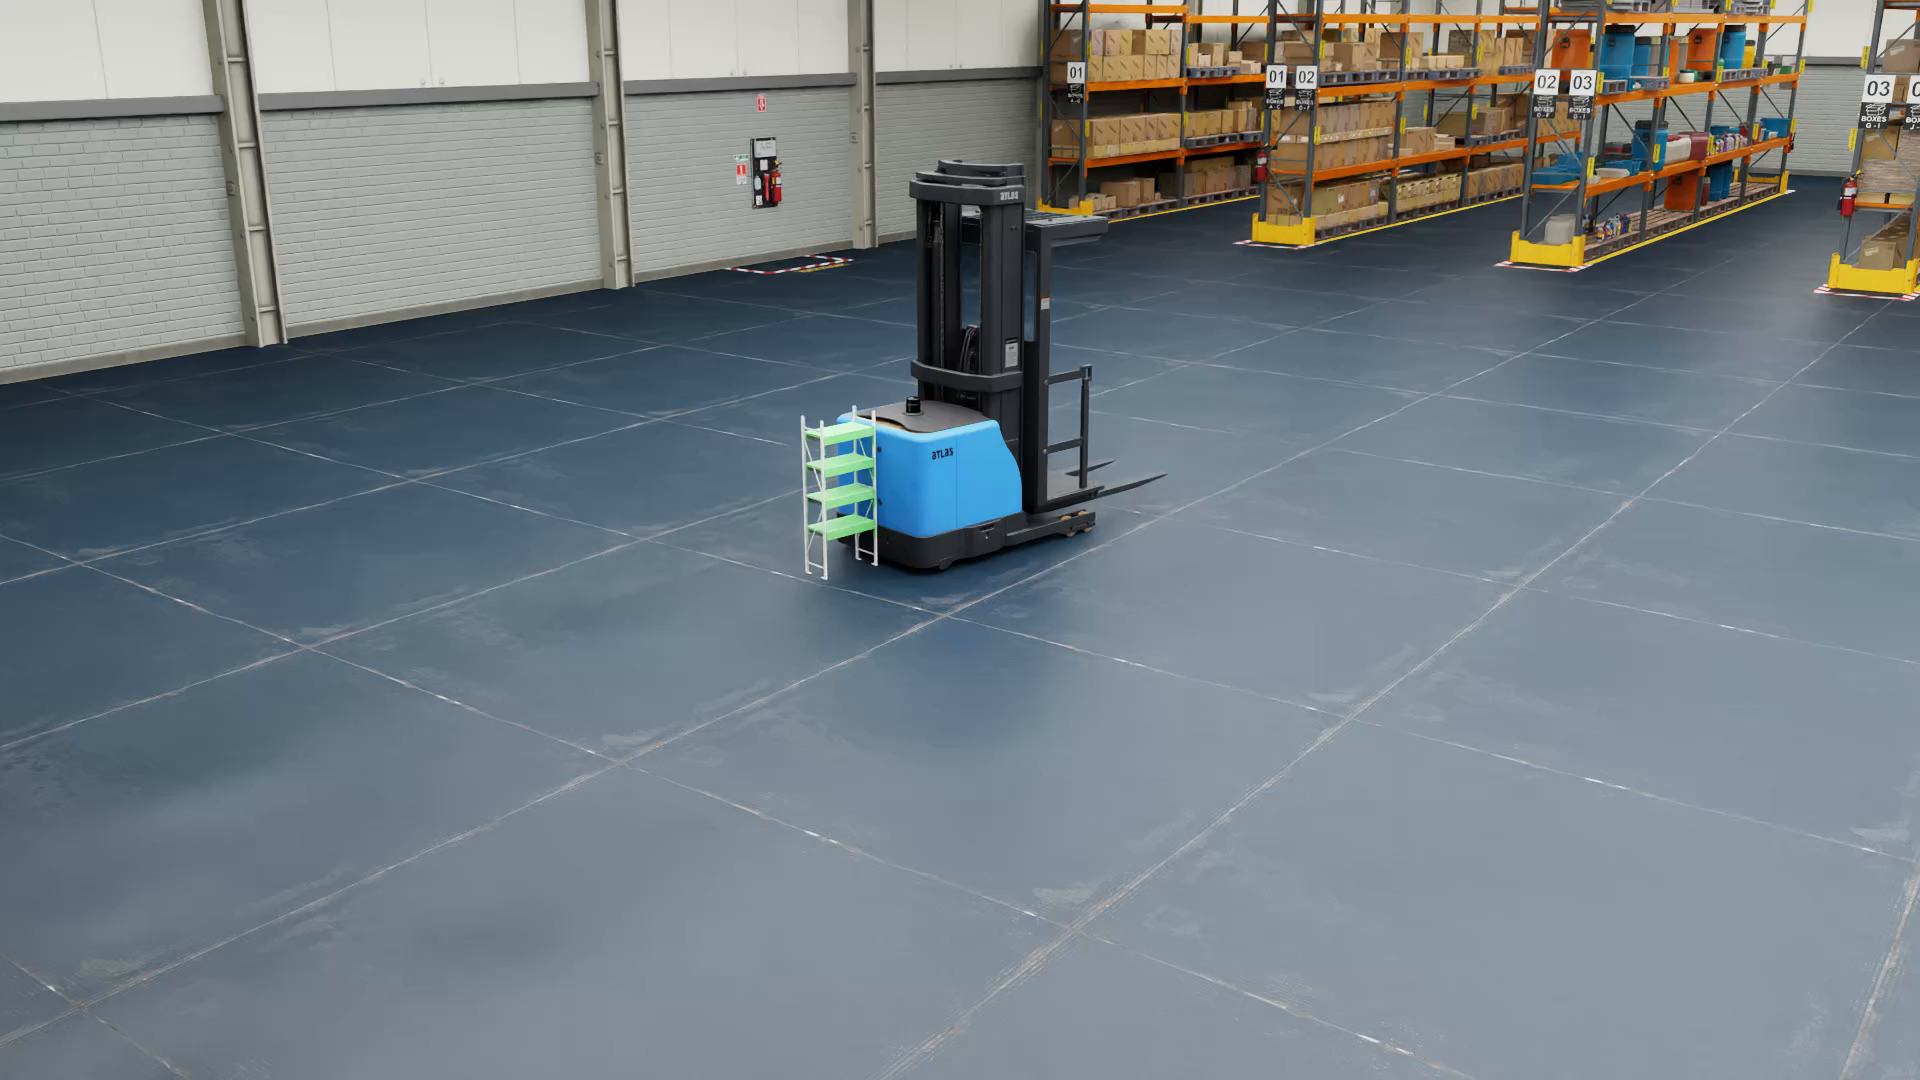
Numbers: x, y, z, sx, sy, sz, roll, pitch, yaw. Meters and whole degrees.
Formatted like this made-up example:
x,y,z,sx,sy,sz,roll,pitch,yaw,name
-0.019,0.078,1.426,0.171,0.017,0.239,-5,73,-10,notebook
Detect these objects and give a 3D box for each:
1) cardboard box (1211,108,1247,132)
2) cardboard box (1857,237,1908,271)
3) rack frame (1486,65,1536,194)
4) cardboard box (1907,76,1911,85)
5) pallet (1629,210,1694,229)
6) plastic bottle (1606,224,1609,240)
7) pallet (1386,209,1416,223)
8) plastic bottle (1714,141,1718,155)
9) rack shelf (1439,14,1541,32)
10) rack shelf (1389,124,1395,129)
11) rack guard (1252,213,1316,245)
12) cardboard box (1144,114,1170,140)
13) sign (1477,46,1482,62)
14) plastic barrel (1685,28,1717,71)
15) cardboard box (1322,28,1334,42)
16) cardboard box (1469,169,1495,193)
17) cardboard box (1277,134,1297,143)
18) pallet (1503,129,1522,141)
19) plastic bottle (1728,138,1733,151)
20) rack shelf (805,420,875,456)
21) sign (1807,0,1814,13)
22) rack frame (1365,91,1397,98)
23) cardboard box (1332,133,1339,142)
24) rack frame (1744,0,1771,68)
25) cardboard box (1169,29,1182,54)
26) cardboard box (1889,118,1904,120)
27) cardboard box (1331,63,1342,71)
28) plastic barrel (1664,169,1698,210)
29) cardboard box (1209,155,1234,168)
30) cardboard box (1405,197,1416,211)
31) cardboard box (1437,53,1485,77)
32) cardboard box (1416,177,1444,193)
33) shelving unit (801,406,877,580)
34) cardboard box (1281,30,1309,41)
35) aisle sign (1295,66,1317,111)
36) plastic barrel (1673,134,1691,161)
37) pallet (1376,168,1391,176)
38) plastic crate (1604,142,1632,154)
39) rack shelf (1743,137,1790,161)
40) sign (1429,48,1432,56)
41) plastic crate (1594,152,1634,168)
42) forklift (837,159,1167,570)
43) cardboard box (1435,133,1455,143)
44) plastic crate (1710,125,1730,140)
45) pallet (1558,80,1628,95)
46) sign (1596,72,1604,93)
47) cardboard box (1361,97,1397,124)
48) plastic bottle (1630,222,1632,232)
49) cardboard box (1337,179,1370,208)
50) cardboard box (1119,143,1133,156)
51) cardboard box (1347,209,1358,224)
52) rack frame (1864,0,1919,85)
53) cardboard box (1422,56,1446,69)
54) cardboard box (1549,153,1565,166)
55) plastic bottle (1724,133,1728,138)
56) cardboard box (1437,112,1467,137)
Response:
x,y,z,sx,sy,sz,roll,pitch,yaw,name
6.289,-9.830,38.930,0.700,0.500,0.500,10,20,30,cardboard box
14.425,-4.445,26.006,0.500,0.500,0.500,-15,23,-40,cardboard box
13.236,-9.902,40.072,1.000,3.000,0.127,12,21,35,rack frame
14.389,-6.868,24.826,0.380,0.149,0.250,12,21,34,cardboard box
14.336,-6.564,34.024,1.003,0.211,1.213,12,21,35,pallet
11.596,-5.533,29.862,0.097,0.271,0.097,0,17,0,plastic bottle
8.877,-6.847,34.937,1.003,0.211,1.213,12,21,35,pallet
15.875,-8.252,34.957,0.061,0.283,0.133,12,21,35,plastic bottle
12.044,-11.756,37.814,1.077,0.370,4.000,12,21,35,rack shelf
10.447,-10.909,44.529,1.077,0.370,4.000,12,21,35,rack shelf
6.071,-5.844,31.221,1.175,0.500,0.348,12,21,35,rack guard
4.162,-8.880,35.736,0.500,0.500,0.500,12,21,34,cardboard box
11.293,-10.566,36.149,0.100,0.325,0.005,12,21,35,sign
15.169,-10.046,34.046,0.600,0.830,0.708,12,21,35,plastic barrel
9.484,-12.951,42.946,0.500,0.500,0.500,12,21,34,cardboard box
11.964,-8.268,38.283,0.500,0.500,0.500,12,21,34,cardboard box
6.160,-7.526,31.159,0.380,0.149,0.250,12,21,34,cardboard box
12.672,-9.639,39.550,1.003,0.211,1.213,12,21,35,pallet
16.638,-8.576,36.013,0.152,0.276,0.135,12,21,35,plastic bottle
-0.892,-0.753,12.241,0.480,0.148,0.258,-16,23,-41,rack shelf
20.046,-12.596,39.176,0.100,0.325,0.005,12,21,35,sign
11.639,-11.729,45.956,1.000,3.000,0.127,12,21,35,rack frame
6.950,-7.639,31.523,0.380,0.149,0.250,12,21,34,cardboard box
17.212,-11.891,36.361,1.000,3.000,0.127,12,21,35,rack frame
4.408,-10.671,35.603,0.500,0.500,0.500,10,20,30,cardboard box
15.355,-6.612,27.121,0.500,0.500,0.500,12,21,35,cardboard box
6.928,-8.873,31.180,0.380,0.149,0.250,12,21,35,cardboard box
15.106,-7.357,34.827,0.600,0.830,0.708,12,21,35,plastic barrel
6.095,-8.893,39.031,0.500,0.250,0.500,13,21,36,cardboard box
9.214,-7.058,34.841,0.500,0.250,0.500,13,22,36,cardboard box
11.085,-10.539,36.898,0.910,0.500,0.500,12,21,35,cardboard box
10.131,-7.692,35.937,0.500,0.311,0.500,12,21,34,cardboard box
-0.892,-0.355,12.364,0.503,1.200,0.258,-16,23,-41,shelving unit
8.309,-12.504,41.220,0.500,0.250,0.500,12,21,33,cardboard box
6.293,-8.216,30.258,0.394,0.787,0.004,12,21,35,aisle sign
14.387,-7.844,33.256,0.421,0.512,0.421,0,17,0,plastic barrel
11.225,-10.193,45.712,1.003,0.211,1.213,12,21,35,pallet
12.488,-7.320,31.651,0.402,0.464,0.583,12,21,35,plastic crate
18.403,-9.159,38.891,1.077,0.370,4.000,12,21,35,rack shelf
10.418,-10.725,36.793,0.100,0.325,0.005,12,21,35,sign
12.031,-6.989,30.795,0.767,0.338,0.504,12,21,35,plastic crate
0.460,-1.528,13.221,3.031,2.935,1.130,-16,23,-41,forklift
10.601,-8.828,36.763,0.500,0.311,0.500,14,22,38,cardboard box
17.216,-9.218,37.796,0.392,0.384,0.575,12,21,35,plastic crate
10.633,-7.690,28.209,1.003,0.211,1.213,12,21,35,pallet
10.501,-7.506,27.284,0.100,0.325,0.005,12,21,35,sign
11.343,-11.749,45.515,0.980,0.700,0.700,14,22,37,cardboard box
12.479,-5.853,31.009,0.097,0.201,0.097,0,17,0,plastic bottle
7.766,-6.856,32.928,0.500,0.500,0.500,12,21,35,cardboard box
3.257,-8.163,34.691,0.500,0.250,0.500,12,21,34,cardboard box
7.479,-6.377,32.648,0.500,0.250,0.500,12,21,35,cardboard box
14.039,-8.157,24.339,1.000,3.000,0.127,12,21,35,rack frame
9.980,-10.130,35.295,0.500,0.250,0.500,12,21,34,cardboard box
15.493,-9.698,42.888,0.500,0.500,0.500,12,21,35,cardboard box
16.701,-8.707,36.307,0.144,0.351,0.185,12,21,35,plastic bottle
11.137,-9.367,37.474,0.700,0.500,0.500,5,18,16,cardboard box
